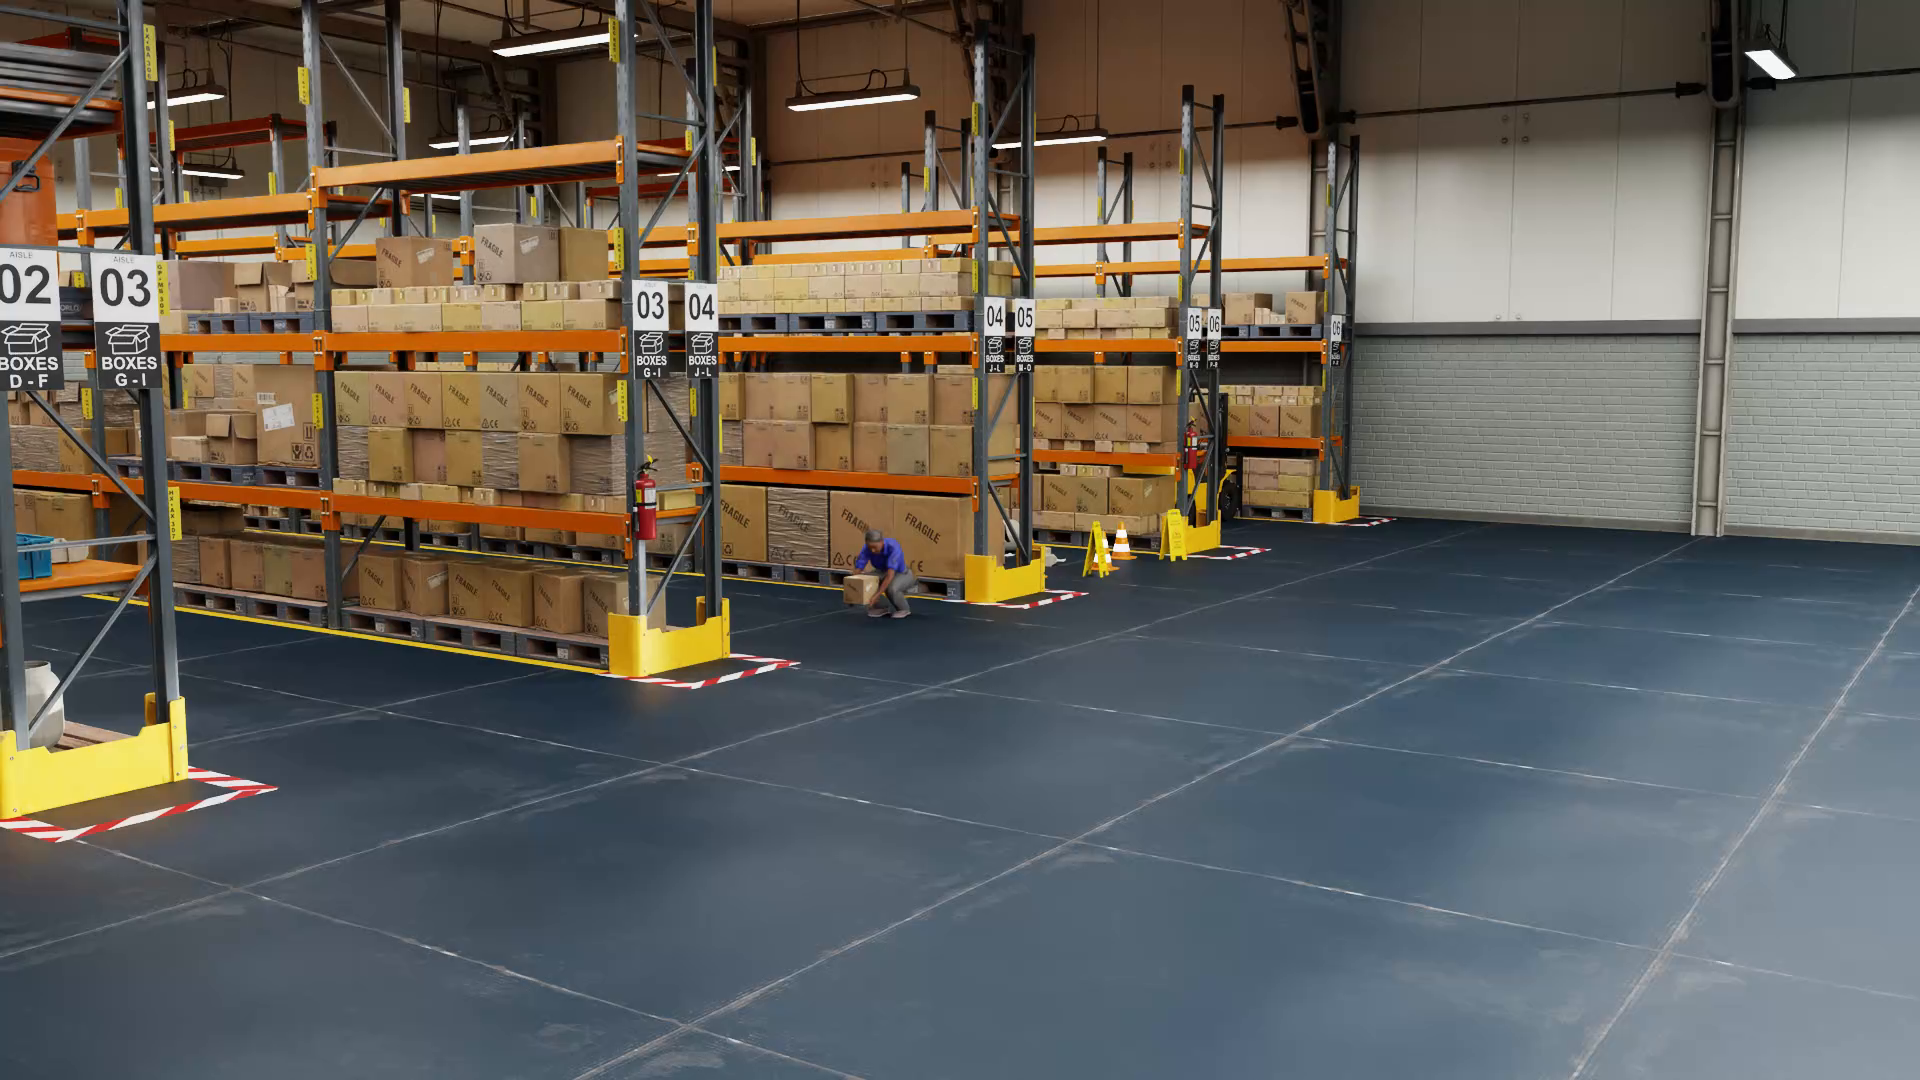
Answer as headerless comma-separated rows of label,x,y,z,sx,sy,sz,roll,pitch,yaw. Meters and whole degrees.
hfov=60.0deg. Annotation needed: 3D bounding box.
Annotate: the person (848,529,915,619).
person,-0.771,0.328,16.480,0.507,0.919,0.822,4,8,34
